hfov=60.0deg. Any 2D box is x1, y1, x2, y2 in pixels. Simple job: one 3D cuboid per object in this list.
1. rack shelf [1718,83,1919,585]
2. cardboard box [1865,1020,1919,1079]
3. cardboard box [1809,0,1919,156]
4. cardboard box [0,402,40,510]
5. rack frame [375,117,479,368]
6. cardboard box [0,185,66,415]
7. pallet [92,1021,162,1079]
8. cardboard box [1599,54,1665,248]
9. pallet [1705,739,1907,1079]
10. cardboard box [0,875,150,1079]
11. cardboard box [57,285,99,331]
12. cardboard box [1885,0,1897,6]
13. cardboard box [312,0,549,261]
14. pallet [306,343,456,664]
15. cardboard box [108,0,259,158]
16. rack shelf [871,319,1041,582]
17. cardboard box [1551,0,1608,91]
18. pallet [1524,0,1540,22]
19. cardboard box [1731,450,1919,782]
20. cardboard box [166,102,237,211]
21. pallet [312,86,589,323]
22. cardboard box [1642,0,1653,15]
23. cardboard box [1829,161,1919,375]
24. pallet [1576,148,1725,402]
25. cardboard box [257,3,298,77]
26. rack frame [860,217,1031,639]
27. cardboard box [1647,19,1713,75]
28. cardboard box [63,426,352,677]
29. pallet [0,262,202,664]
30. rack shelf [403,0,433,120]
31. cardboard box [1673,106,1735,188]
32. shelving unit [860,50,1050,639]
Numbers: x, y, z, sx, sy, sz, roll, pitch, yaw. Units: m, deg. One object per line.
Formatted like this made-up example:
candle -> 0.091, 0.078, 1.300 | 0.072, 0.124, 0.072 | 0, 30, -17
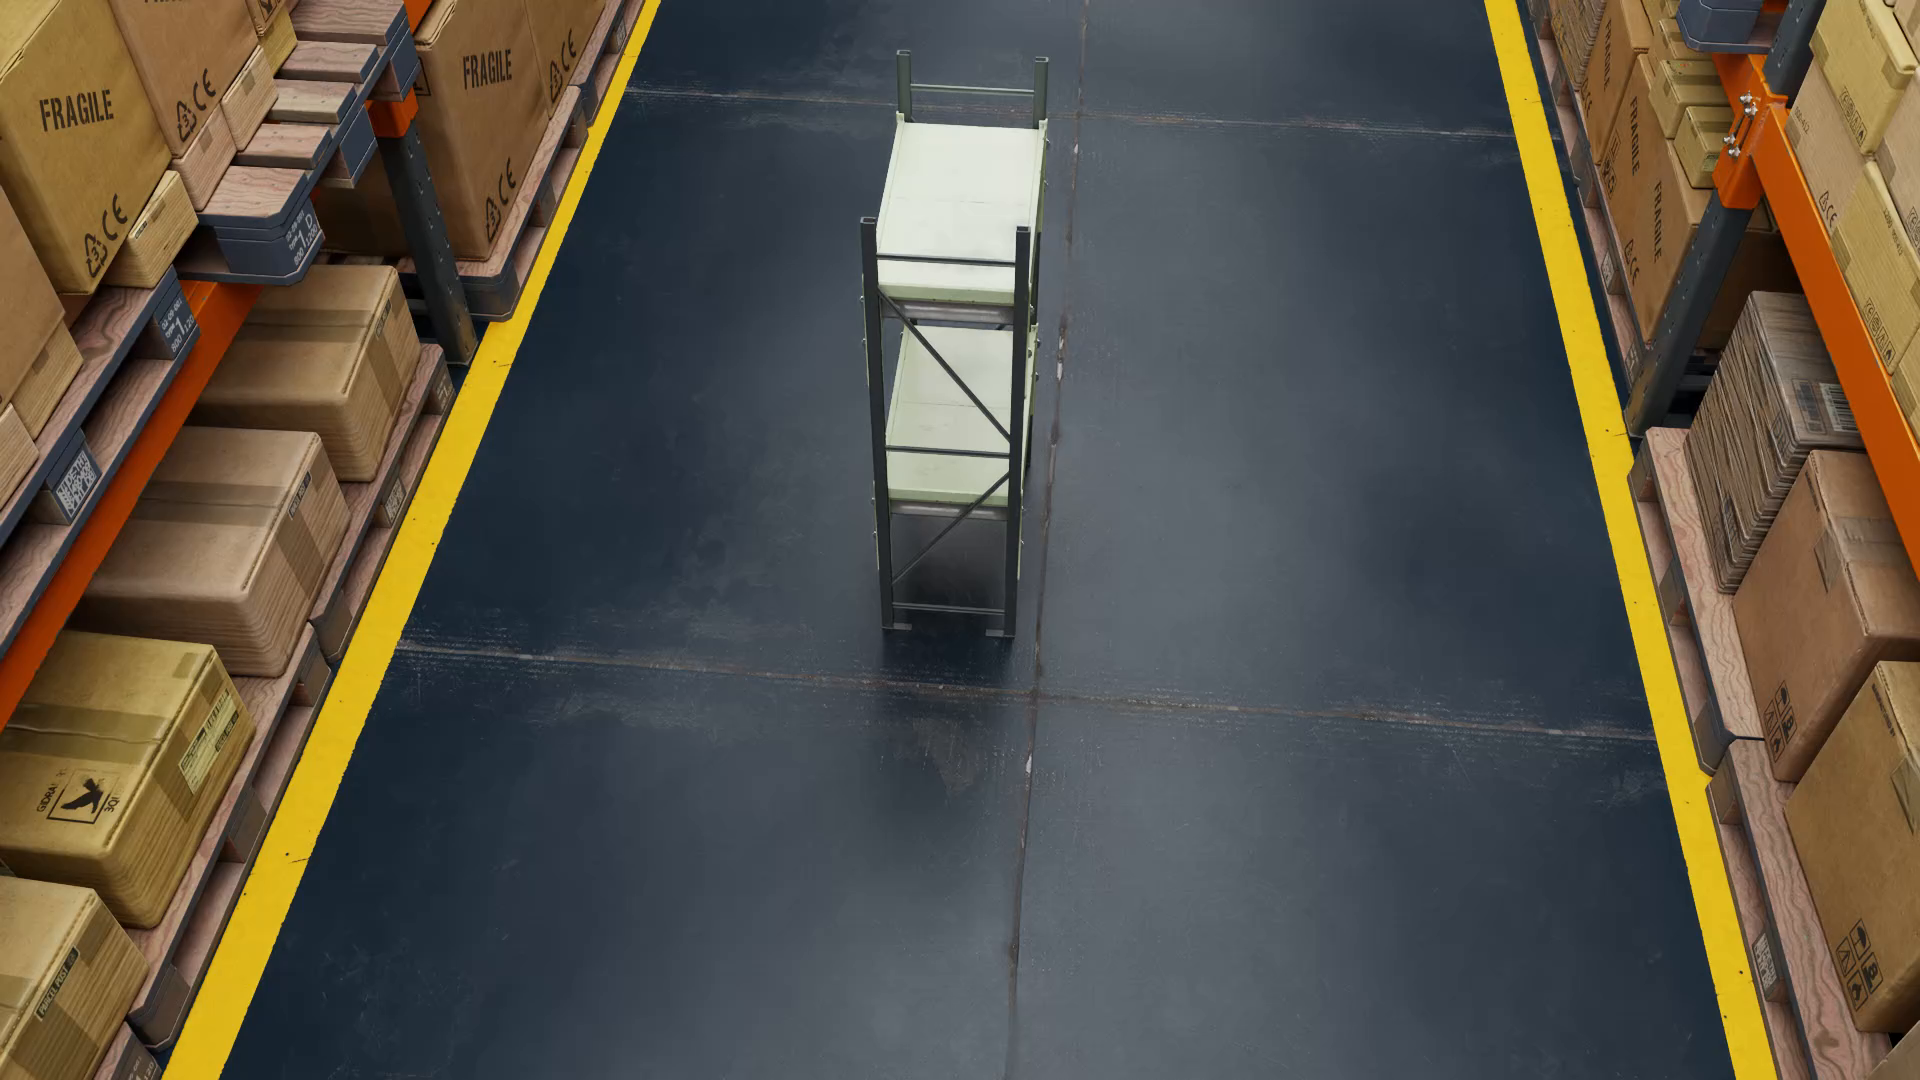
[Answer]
rack shelf -> 2.557, 0.352, 3.383 | 1.077, 0.370, 4.000 | 4, 48, 4
cardboard box -> 2.489, 1.285, 3.367 | 0.875, 0.625, 0.625 | 3, 48, 3
cardboard box -> 2.430, -1.171, 4.051 | 0.500, 0.250, 0.500 | 4, 48, 3
cardboard box -> -2.058, -0.150, 3.240 | 0.380, 0.149, 0.250 | 6, 48, 5
rack frame -> -2.205, -1.691, 4.764 | 1.000, 3.000, 0.127 | 4, 48, 4
cardboard box -> -2.101, -0.462, 3.086 | 0.500, 0.500, 0.500 | 2, 48, 2
pallet -> -2.500, 1.617, 3.628 | 1.003, 0.211, 1.213 | 4, 48, 4
cardboard box -> 2.619, -1.351, 5.862 | 0.500, 0.500, 0.500 | 3, 48, 3
pallet -> 2.511, 1.077, 4.122 | 1.003, 0.211, 1.213 | 4, 48, 4
cardboard box -> -2.462, 1.079, 3.727 | 0.950, 0.372, 0.625 | 7, 48, 6
cardboard box -> -2.121, -0.538, 3.595 | 0.380, 0.149, 0.250 | 4, 48, 4
cardboard box -> 2.416, -1.399, 3.989 | 0.380, 0.149, 0.250 | 5, 48, 5
cardboard box -> -2.059, -1.618, 5.852 | 0.875, 0.875, 0.875 | 3, 48, 3
pallet -> -2.277, -0.176, 5.268 | 1.003, 0.211, 1.213 | 4, 48, 4
cardboard box -> -2.005, -1.234, 3.792 | 0.500, 0.500, 0.500 | 3, 48, 3
rack shelf -> -0.001, -0.281, 4.933 | 0.431, 0.370, 0.720 | 4, 48, 4
cardboard box -> 2.693, -2.118, 6.564 | 0.500, 0.500, 0.500 | 2, 48, 2
pallet -> 3.067, -2.758, 7.630 | 1.003, 0.211, 1.213 | 4, 48, 4
cardboard box -> 2.617, 0.237, 4.325 | 0.875, 0.625, 0.625 | 5, 48, 5
cardboard box -> -1.962, -0.917, 3.942 | 0.380, 0.149, 0.250 | 2, 48, 2
pallet -> -2.058, -1.325, 6.318 | 1.003, 0.211, 1.213 | 4, 48, 4
cardboard box -> 2.685, -2.025, 6.039 | 0.380, 0.149, 0.250 | 3, 48, 3
cardboard box -> 2.404, -0.631, 3.896 | 0.500, 0.250, 0.500 | 3, 48, 3
pallet -> 2.845, -0.965, 5.990 | 1.003, 0.211, 1.213 | 4, 48, 4
cardboard box -> -1.952, -1.290, 4.283 | 0.380, 0.149, 0.250 | 5, 48, 4
rack frame -> -0.034, -0.232, 4.446 | 0.400, 1.500, 0.023 | 4, 48, 4
cardboard box -> 2.594, -1.651, 5.697 | 0.380, 0.149, 0.250 | 2, 48, 2
cardboard box -> -2.325, 0.011, 4.703 | 0.950, 0.372, 0.625 | 3, 48, 3
pallet -> -2.344, -0.169, 3.502 | 1.003, 0.211, 1.213 | 4, 48, 4
rack shelf -> -2.022, -2.918, 6.374 | 1.077, 0.370, 4.000 | 4, 48, 4
cardboard box -> 2.532, -1.257, 5.337 | 0.380, 0.149, 0.250 | 2, 48, 2
shelving unit -> -0.001, -0.501, 4.692 | 0.431, 1.500, 0.755 | 4, 48, 4
